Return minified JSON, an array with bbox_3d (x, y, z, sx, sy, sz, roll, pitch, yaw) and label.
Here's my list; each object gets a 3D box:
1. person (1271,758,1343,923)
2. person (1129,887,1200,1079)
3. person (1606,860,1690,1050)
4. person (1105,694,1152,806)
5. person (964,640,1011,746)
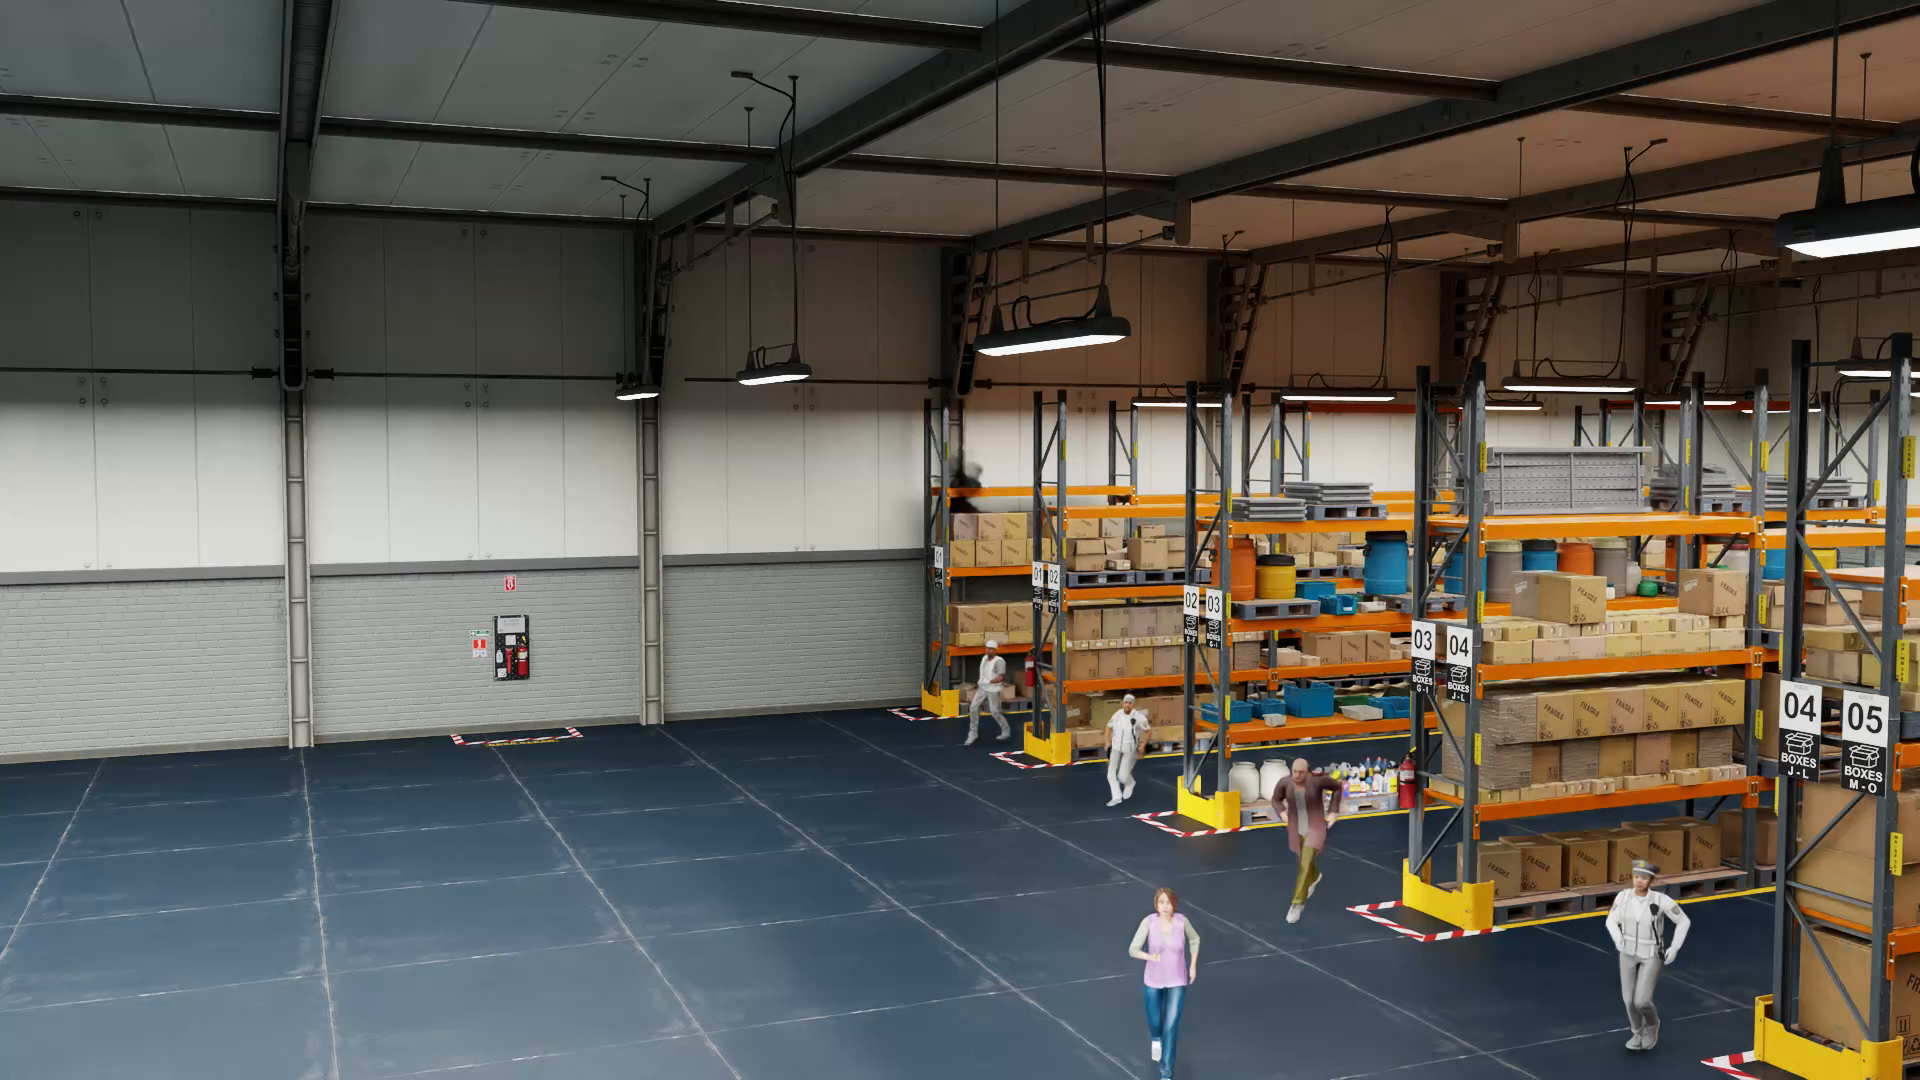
[{"bbox_3d":[3.826,3.226,18.325,0.748,1.745,1.142,2,4,26],"label":"person"},{"bbox_3d":[1.642,3.560,13.354,0.568,1.587,0.852,0,3,7],"label":"person"},{"bbox_3d":[5.735,3.503,13.973,0.631,1.661,0.581,3,4,40],"label":"person"},{"bbox_3d":[2.350,2.982,23.574,0.649,1.613,0.522,2,4,29],"label":"person"},{"bbox_3d":[0.521,2.607,28.409,0.822,1.821,0.679,-3,4,-38],"label":"person"}]
